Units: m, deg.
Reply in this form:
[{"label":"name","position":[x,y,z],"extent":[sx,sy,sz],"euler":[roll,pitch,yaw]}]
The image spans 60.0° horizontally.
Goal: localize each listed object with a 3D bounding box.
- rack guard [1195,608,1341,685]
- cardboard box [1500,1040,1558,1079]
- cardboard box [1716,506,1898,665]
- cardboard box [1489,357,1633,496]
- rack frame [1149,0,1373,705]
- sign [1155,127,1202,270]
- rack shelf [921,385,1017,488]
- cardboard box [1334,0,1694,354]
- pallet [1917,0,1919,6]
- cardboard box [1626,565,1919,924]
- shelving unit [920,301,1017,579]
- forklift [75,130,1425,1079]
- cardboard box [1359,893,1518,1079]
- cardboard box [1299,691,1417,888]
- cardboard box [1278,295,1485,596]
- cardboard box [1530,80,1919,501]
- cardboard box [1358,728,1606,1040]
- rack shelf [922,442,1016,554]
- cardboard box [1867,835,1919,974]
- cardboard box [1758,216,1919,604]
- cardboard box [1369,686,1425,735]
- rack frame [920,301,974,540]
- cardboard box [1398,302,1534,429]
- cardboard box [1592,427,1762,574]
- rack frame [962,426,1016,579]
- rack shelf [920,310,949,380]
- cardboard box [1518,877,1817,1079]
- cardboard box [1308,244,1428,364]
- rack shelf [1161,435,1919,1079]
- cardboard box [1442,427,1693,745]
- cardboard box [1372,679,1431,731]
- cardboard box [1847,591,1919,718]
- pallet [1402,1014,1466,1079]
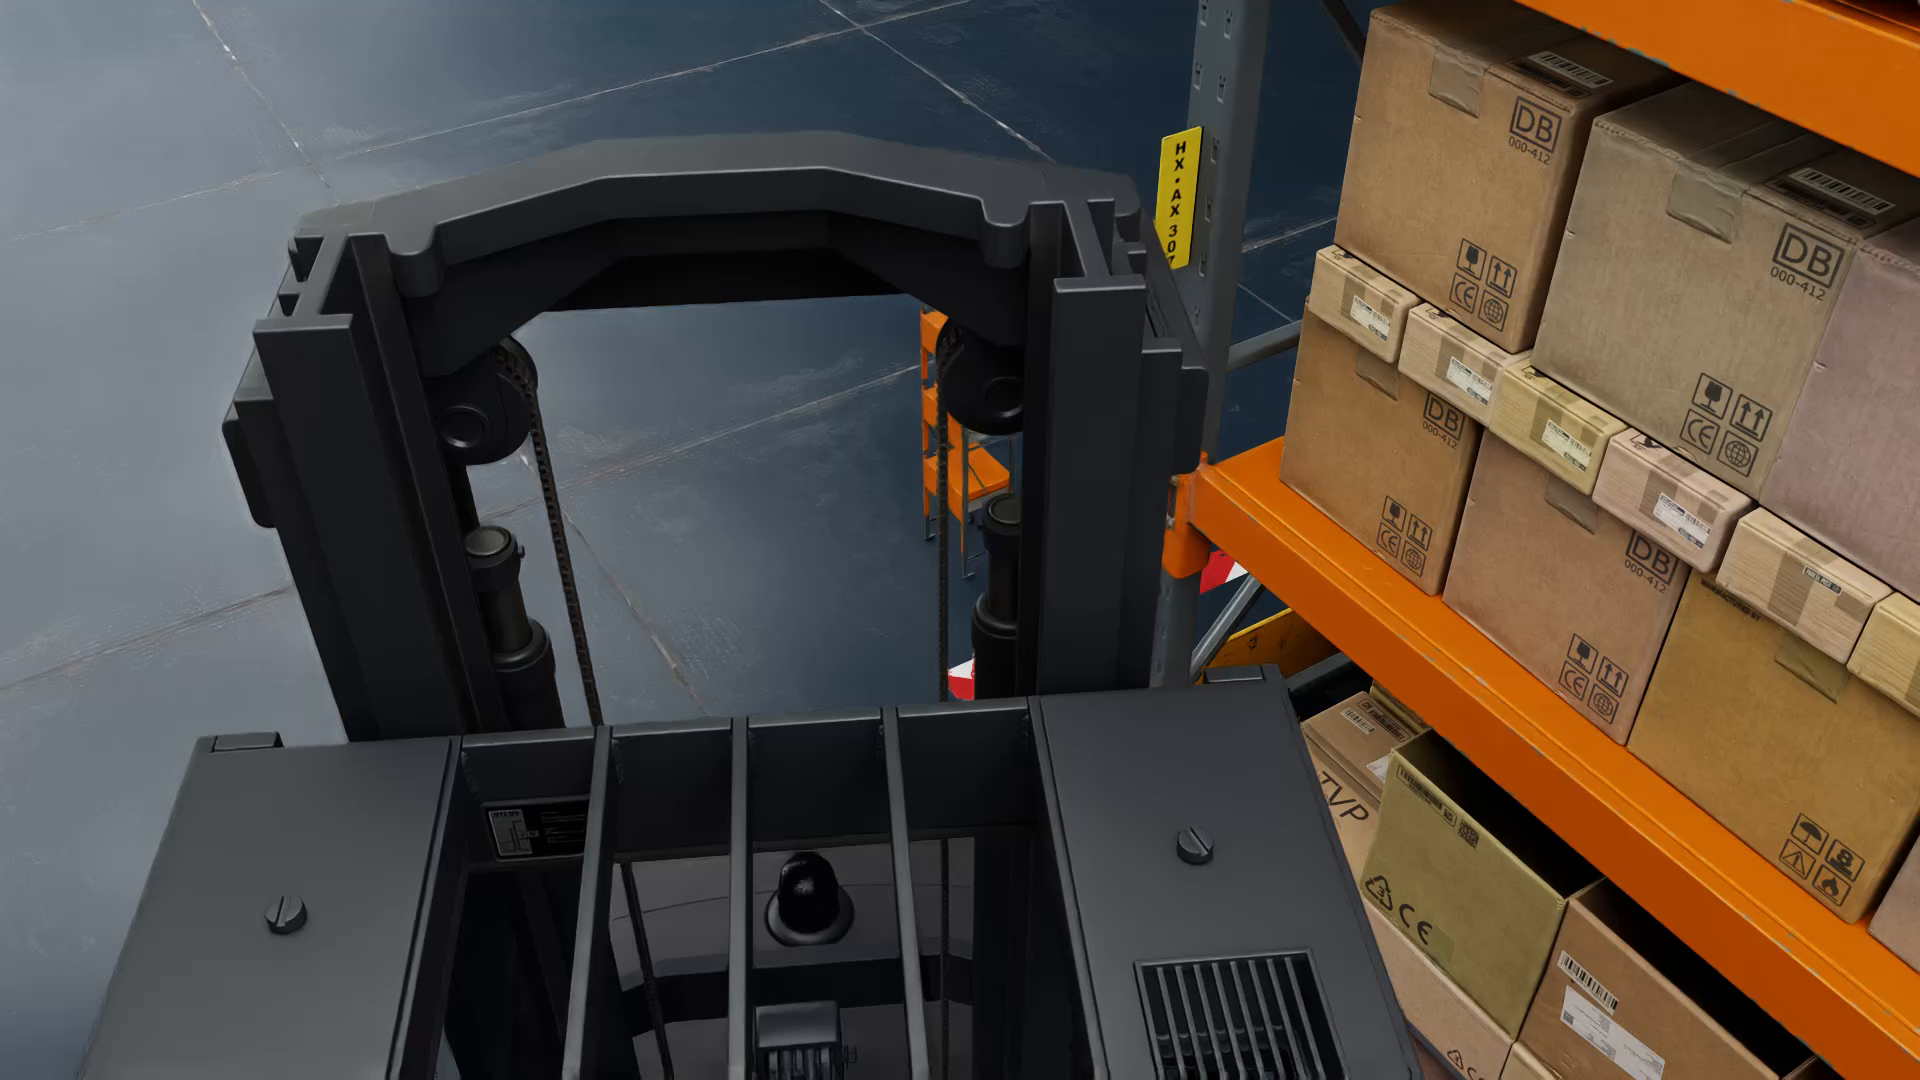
[{"label":"rack guard","position":[0.916,0.409,4.869],"extent":[1.175,0.500,0.348],"euler":[-22,45,-24]},{"label":"cardboard box","position":[1.570,1.261,3.713],"extent":[0.500,0.250,0.500],"euler":[-22,45,-24]},{"label":"cardboard box","position":[1.514,0.016,2.802],"extent":[0.380,0.149,0.250],"euler":[-24,45,-26]},{"label":"cardboard box","position":[1.235,-0.264,3.138],"extent":[0.380,0.149,0.250],"euler":[-22,45,-24]},{"label":"rack frame","position":[0.929,-0.539,4.053],"extent":[1.000,3.000,0.127],"euler":[-22,45,-24]},{"label":"sign","position":[0.457,-0.714,3.525],"extent":[0.100,0.325,0.005],"euler":[-22,45,-24]},{"label":"rack shelf","position":[0.029,-0.366,5.386],"extent":[0.215,0.259,0.240],"euler":[-22,45,-24]},{"label":"cardboard box","position":[1.197,-0.790,3.264],"extent":[0.700,0.500,0.500],"euler":[-22,45,-24]},{"label":"pallet","position":[1.947,-0.607,1.861],"extent":[1.003,0.211,1.213],"euler":[-22,45,-24]},{"label":"cardboard box","position":[1.717,0.231,3.051],"extent":[0.700,0.500,0.500],"euler":[-22,45,-24]},{"label":"shelving unit","position":[0.029,-0.374,5.379],"extent":[0.215,1.050,0.252],"euler":[-22,45,-24]},{"label":"forklift","position":[-0.181,1.143,2.089],"extent":[1.130,2.935,3.031],"euler":[-4,40,-4]},{"label":"cardboard box","position":[1.301,0.991,4.037],"extent":[0.500,0.250,0.500],"euler":[-22,45,-24]},{"label":"cardboard box","position":[1.029,0.723,4.360],"extent":[0.500,0.250,0.500],"euler":[-22,45,-24]},{"label":"cardboard box","position":[1.169,-0.321,3.713],"extent":[0.700,0.500,0.500],"euler":[-22,45,-24]},{"label":"cardboard box","position":[1.485,-0.508,2.925],"extent":[0.700,0.500,0.500],"euler":[-23,45,-25]},{"label":"cardboard box","position":[1.300,0.704,3.796],"extent":[0.500,0.500,0.500],"euler":[-22,45,-24]},{"label":"rack shelf","position":[0.029,-0.153,5.564],"extent":[0.215,0.259,0.240],"euler":[-22,45,-24]},{"label":"cardboard box","position":[2.004,0.514,2.712],"extent":[0.700,0.500,0.500],"euler":[-21,44,-23]},{"label":"cardboard box","position":[1.756,-0.237,2.599],"extent":[0.700,0.500,0.500],"euler":[-22,45,-24]},{"label":"cardboard box","position":[1.466,0.544,4.574],"extent":[0.500,0.250,0.500],"euler":[-22,45,-24]},{"label":"rack frame","position":[-0.037,-0.440,5.458],"extent":[0.200,1.050,0.008],"euler":[-22,45,-24]},{"label":"cardboard box","position":[1.102,-0.399,3.300],"extent":[0.380,0.149,0.250],"euler":[-23,45,-25]},{"label":"cardboard box","position":[1.369,-0.127,2.974],"extent":[0.380,0.149,0.250],"euler":[-23,45,-25]},{"label":"rack frame","position":[0.094,-0.309,5.300],"extent":[0.200,1.050,0.008],"euler":[-22,45,-24]},{"label":"rack shelf","position":[0.029,-0.584,5.204],"extent":[0.215,0.259,0.240],"euler":[-22,45,-24]},{"label":"cardboard box","position":[1.579,0.969,3.478],"extent":[0.500,0.500,0.500],"euler":[-22,45,-24]},{"label":"cardboard box","position":[0.958,-0.540,3.470],"extent":[0.380,0.149,0.250],"euler":[-23,45,-25]},{"label":"rack shelf","position":[2.004,0.817,2.988],"extent":[1.077,0.370,4.000],"euler":[-22,45,-24]},{"label":"cardboard box","position":[1.455,-0.039,3.375],"extent":[0.700,0.500,0.500],"euler":[-21,44,-23]},{"label":"cardboard box","position":[1.468,0.255,4.334],"extent":[0.500,0.500,0.500],"euler":[-22,45,-24]},{"label":"cardboard box","position":[1.652,0.154,2.637],"extent":[0.380,0.149,0.250],"euler":[-23,45,-25]},{"label":"pallet","position":[1.375,0.931,4.468],"extent":[1.003,0.211,1.213],"euler":[-22,45,-24]}]
